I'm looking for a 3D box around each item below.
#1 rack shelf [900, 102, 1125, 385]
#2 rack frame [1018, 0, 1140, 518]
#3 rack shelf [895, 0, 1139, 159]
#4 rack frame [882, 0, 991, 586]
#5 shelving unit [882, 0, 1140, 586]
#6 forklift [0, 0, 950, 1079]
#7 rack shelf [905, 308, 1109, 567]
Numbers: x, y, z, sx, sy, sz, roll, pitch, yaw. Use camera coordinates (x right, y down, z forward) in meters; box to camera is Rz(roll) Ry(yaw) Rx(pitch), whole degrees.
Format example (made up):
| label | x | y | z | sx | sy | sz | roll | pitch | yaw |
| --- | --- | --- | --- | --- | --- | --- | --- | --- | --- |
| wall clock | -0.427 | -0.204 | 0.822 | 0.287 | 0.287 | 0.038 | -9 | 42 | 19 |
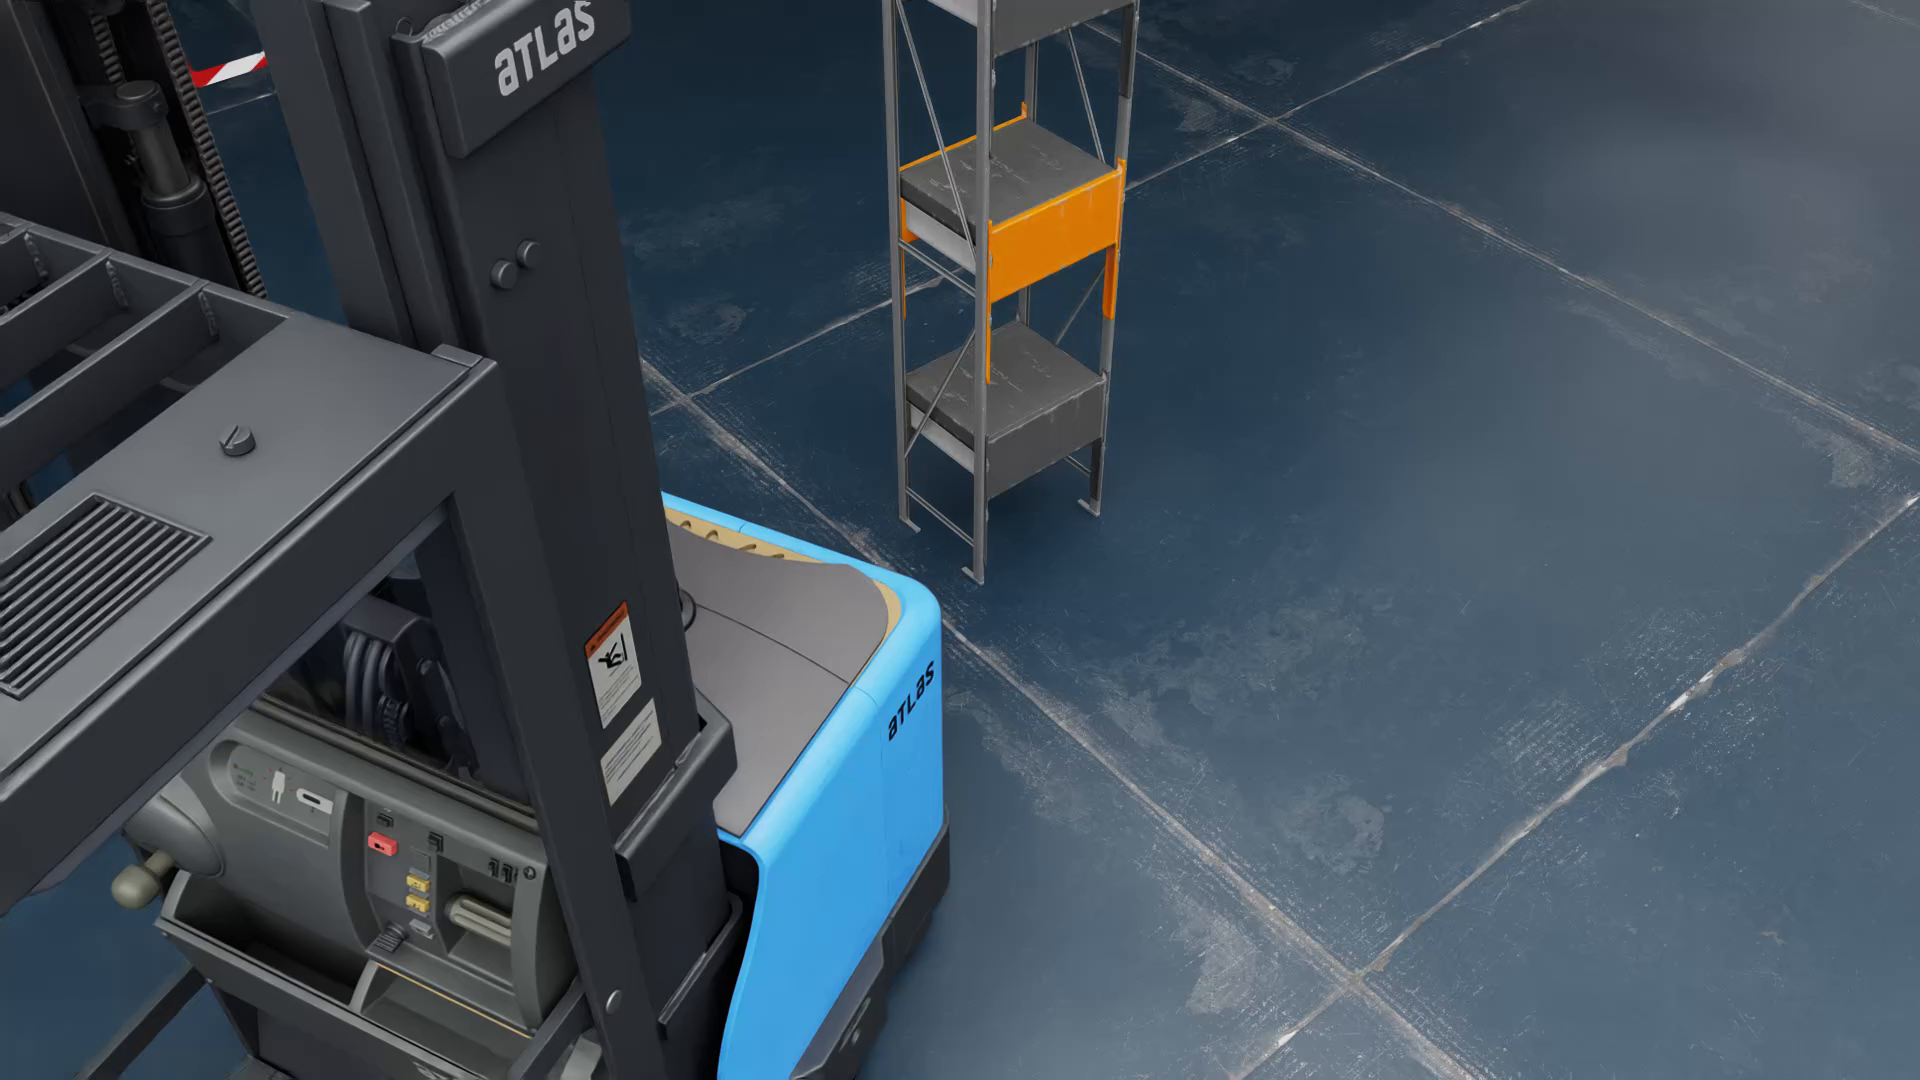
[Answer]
| label | x | y | z | sx | sy | sz | roll | pitch | yaw |
| --- | --- | --- | --- | --- | --- | --- | --- | --- | --- |
| rack shelf | 0.127 | -0.828 | 4.618 | 0.480 | 0.518 | 0.431 | -30 | 51 | -28 |
| rack frame | 0.314 | -0.945 | 4.723 | 0.015 | 2.100 | 0.400 | -30 | 51 | -28 |
| rack shelf | 0.127 | -1.338 | 4.139 | 0.480 | 0.518 | 0.431 | -30 | 51 | -28 |
| rack frame | -0.060 | -0.731 | 4.494 | 0.015 | 2.100 | 0.400 | -30 | 51 | -28 |
| shelving unit | 0.127 | -0.838 | 4.609 | 0.503 | 2.100 | 0.431 | -30 | 51 | -28 |
| forklift | -1.127 | 0.578 | 2.494 | 1.130 | 2.935 | 3.031 | 19 | 46 | 19 |
| rack shelf | 0.127 | -0.318 | 5.097 | 0.480 | 0.518 | 0.431 | -30 | 51 | -28 |
